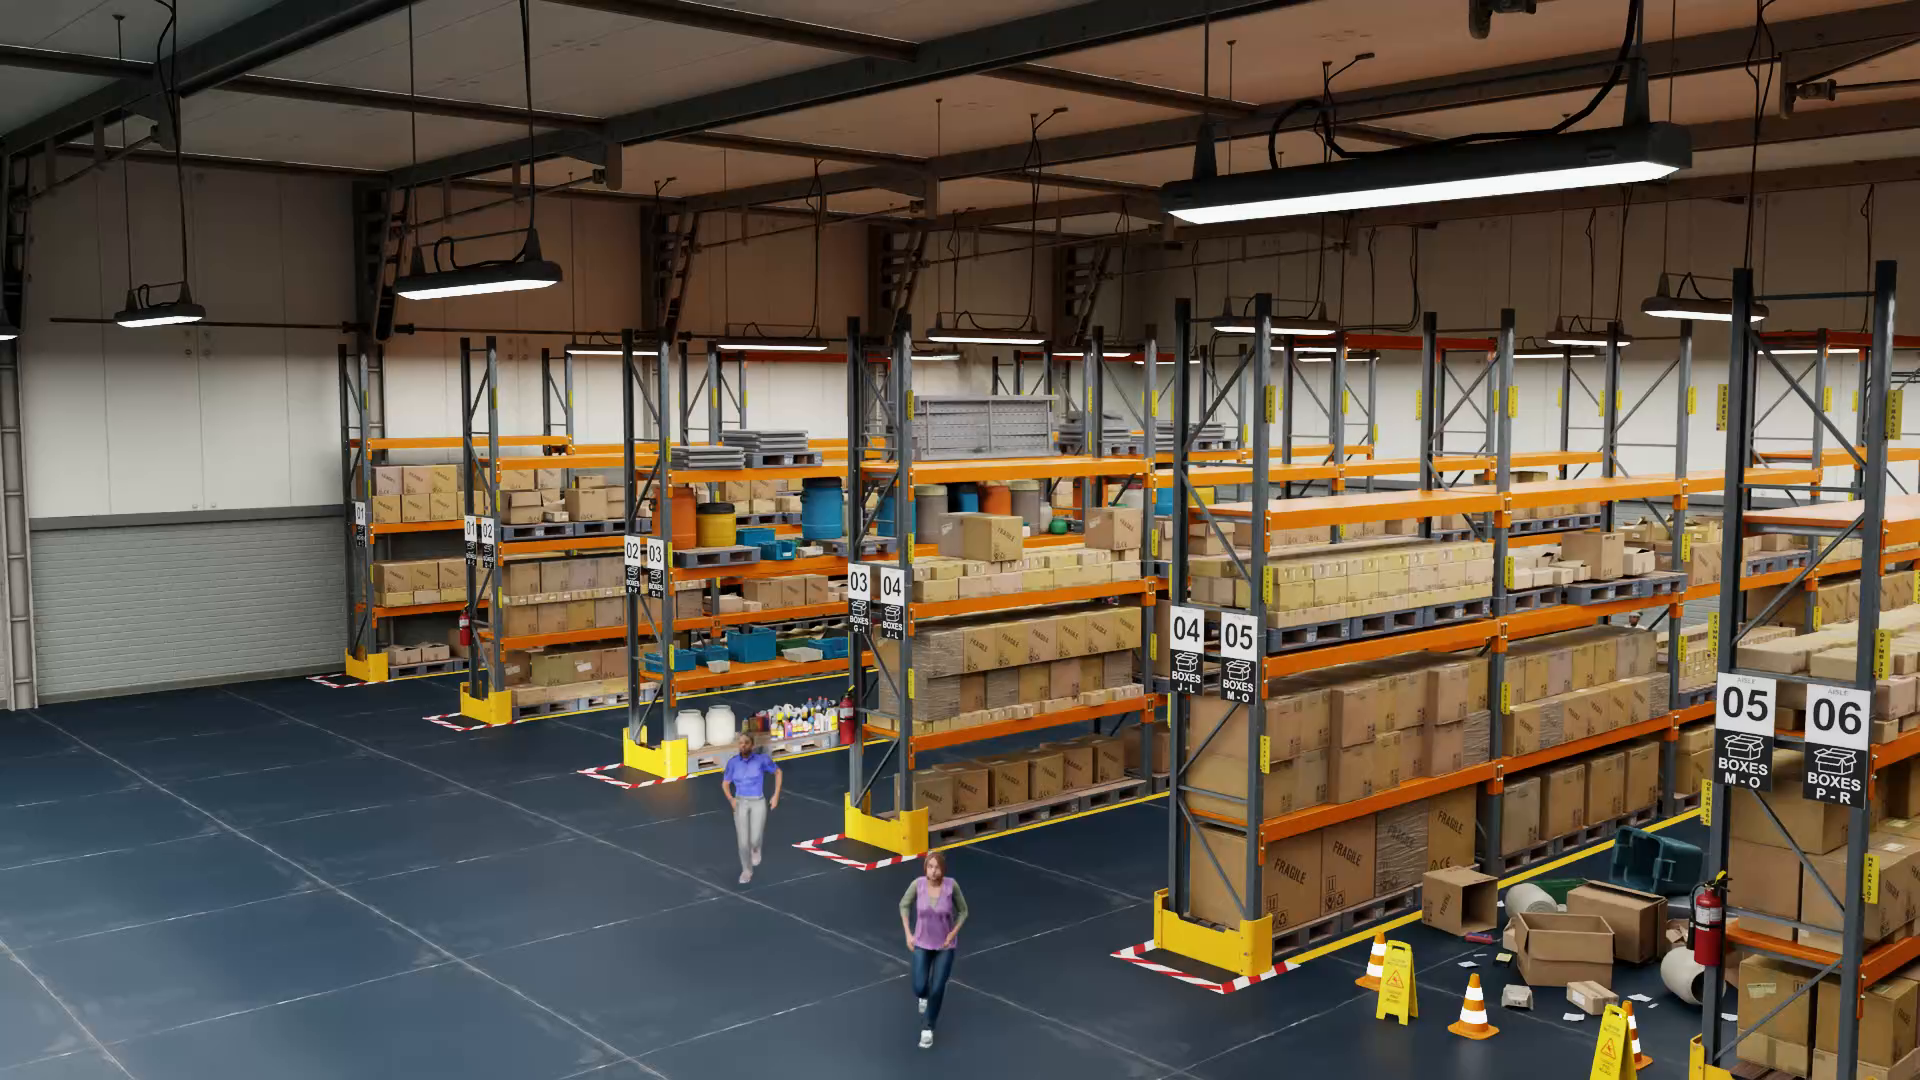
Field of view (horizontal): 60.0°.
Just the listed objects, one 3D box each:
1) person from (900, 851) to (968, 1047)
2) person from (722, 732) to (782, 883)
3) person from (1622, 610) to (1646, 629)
[{"bbox_3d":[-0.208,3.220,13.197,0.552,1.558,0.532,0,5,1],"label":"person"},{"bbox_3d":[-2.196,2.814,17.434,0.609,1.618,0.597,0,5,3],"label":"person"},{"bbox_3d":[10.875,1.927,26.952,0.541,1.657,0.473,4,6,37],"label":"person"}]
